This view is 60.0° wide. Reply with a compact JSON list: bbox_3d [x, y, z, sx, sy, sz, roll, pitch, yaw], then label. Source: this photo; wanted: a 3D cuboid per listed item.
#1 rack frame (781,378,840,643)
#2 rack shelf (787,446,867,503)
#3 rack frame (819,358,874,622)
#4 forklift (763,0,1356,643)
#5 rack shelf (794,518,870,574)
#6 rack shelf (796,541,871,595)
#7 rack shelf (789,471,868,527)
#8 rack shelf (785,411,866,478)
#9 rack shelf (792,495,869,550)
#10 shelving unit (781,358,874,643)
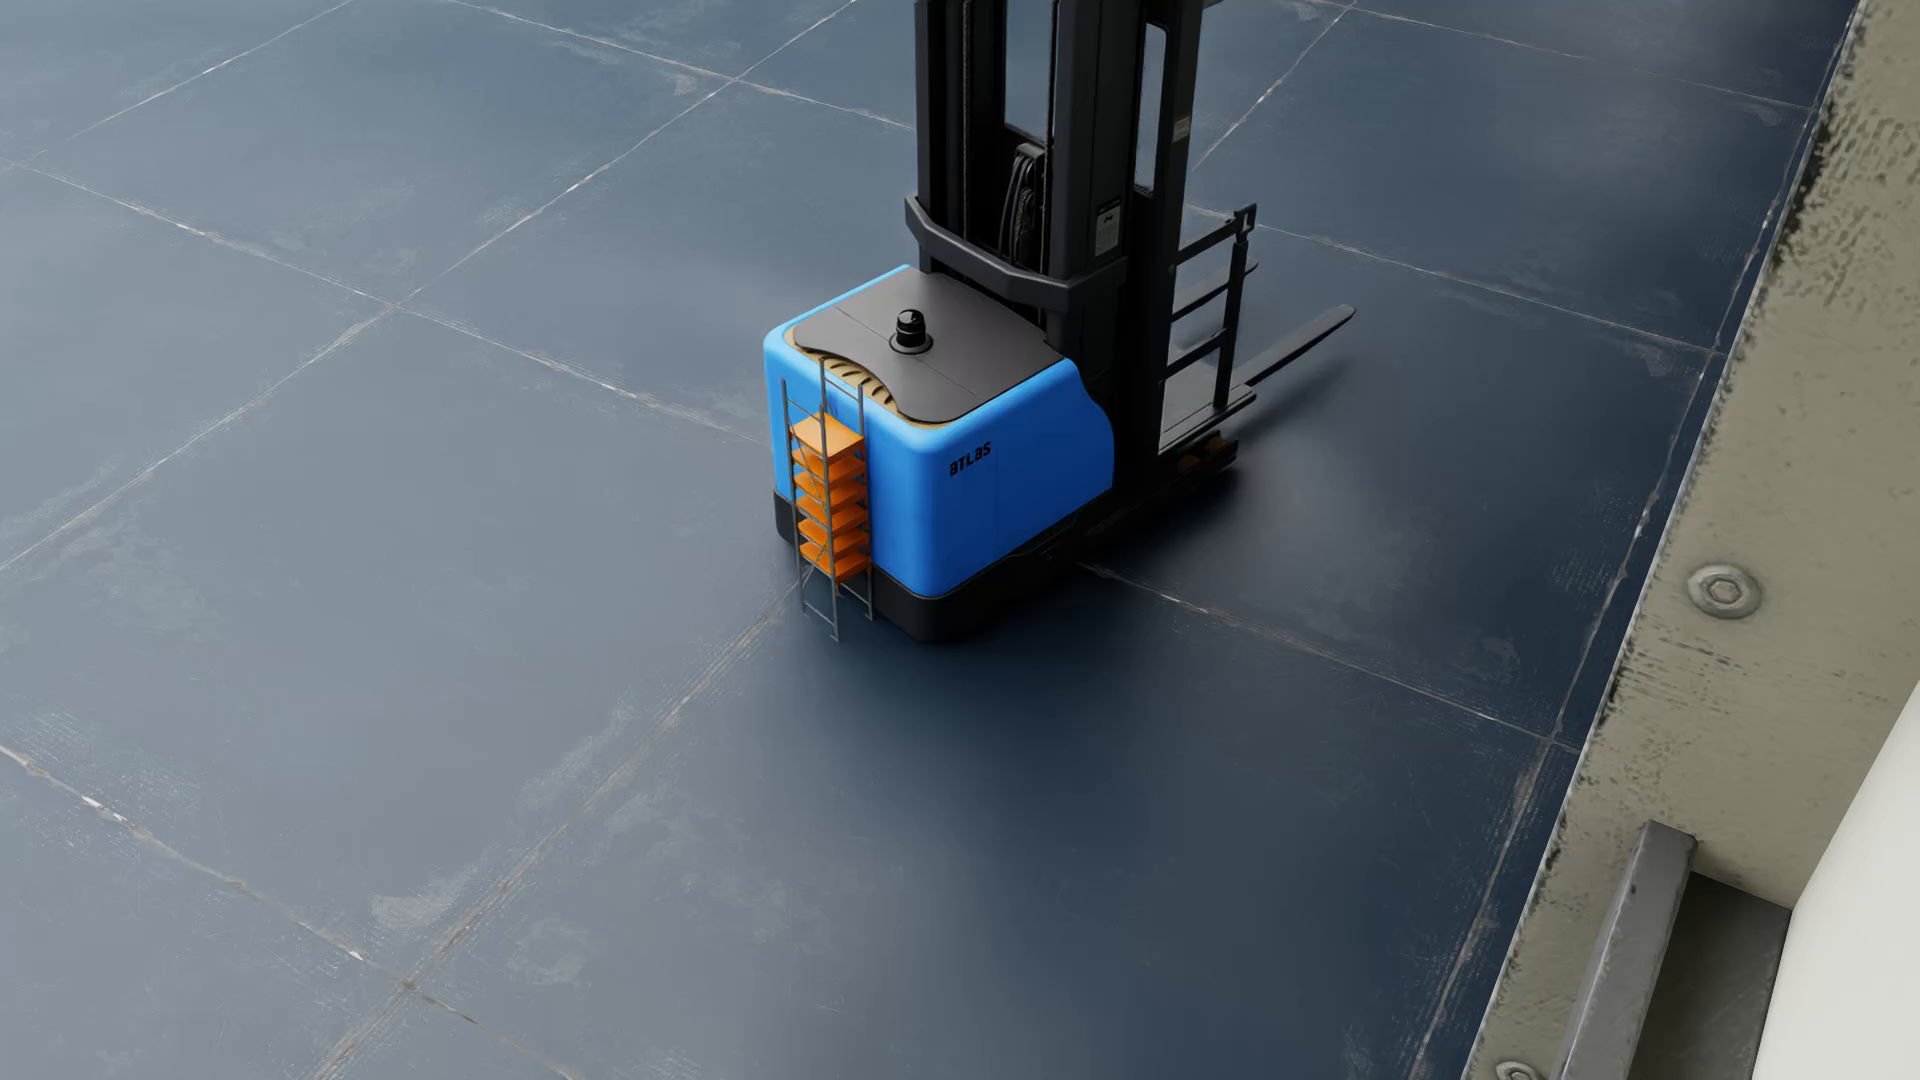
[{"bbox_3d":[-0.574,-0.089,6.443,0.006,1.200,0.240,-32,50,-31],"label":"rack frame"},{"bbox_3d":[-0.508,-0.277,6.361,0.180,0.103,0.258,-32,50,-31],"label":"rack shelf"},{"bbox_3d":[-0.441,-0.172,6.537,0.006,1.200,0.240,-32,50,-31],"label":"rack frame"},{"bbox_3d":[0.623,-1.543,6.784,3.031,2.935,1.130,-32,50,-31],"label":"forklift"},{"bbox_3d":[-0.508,-0.007,6.599,0.180,0.103,0.258,-32,50,-31],"label":"rack shelf"},{"bbox_3d":[-0.508,0.083,6.678,0.180,0.103,0.258,-32,50,-31],"label":"rack shelf"},{"bbox_3d":[-0.508,-0.187,6.440,0.180,0.103,0.258,-32,50,-31],"label":"rack shelf"},{"bbox_3d":[-0.508,-0.367,6.282,0.180,0.103,0.258,-32,50,-31],"label":"rack shelf"},{"bbox_3d":[-0.508,-0.097,6.520,0.180,0.103,0.258,-32,50,-31],"label":"rack shelf"},{"bbox_3d":[-0.508,-0.130,6.490,0.189,1.200,0.258,-32,50,-31],"label":"shelving unit"}]
